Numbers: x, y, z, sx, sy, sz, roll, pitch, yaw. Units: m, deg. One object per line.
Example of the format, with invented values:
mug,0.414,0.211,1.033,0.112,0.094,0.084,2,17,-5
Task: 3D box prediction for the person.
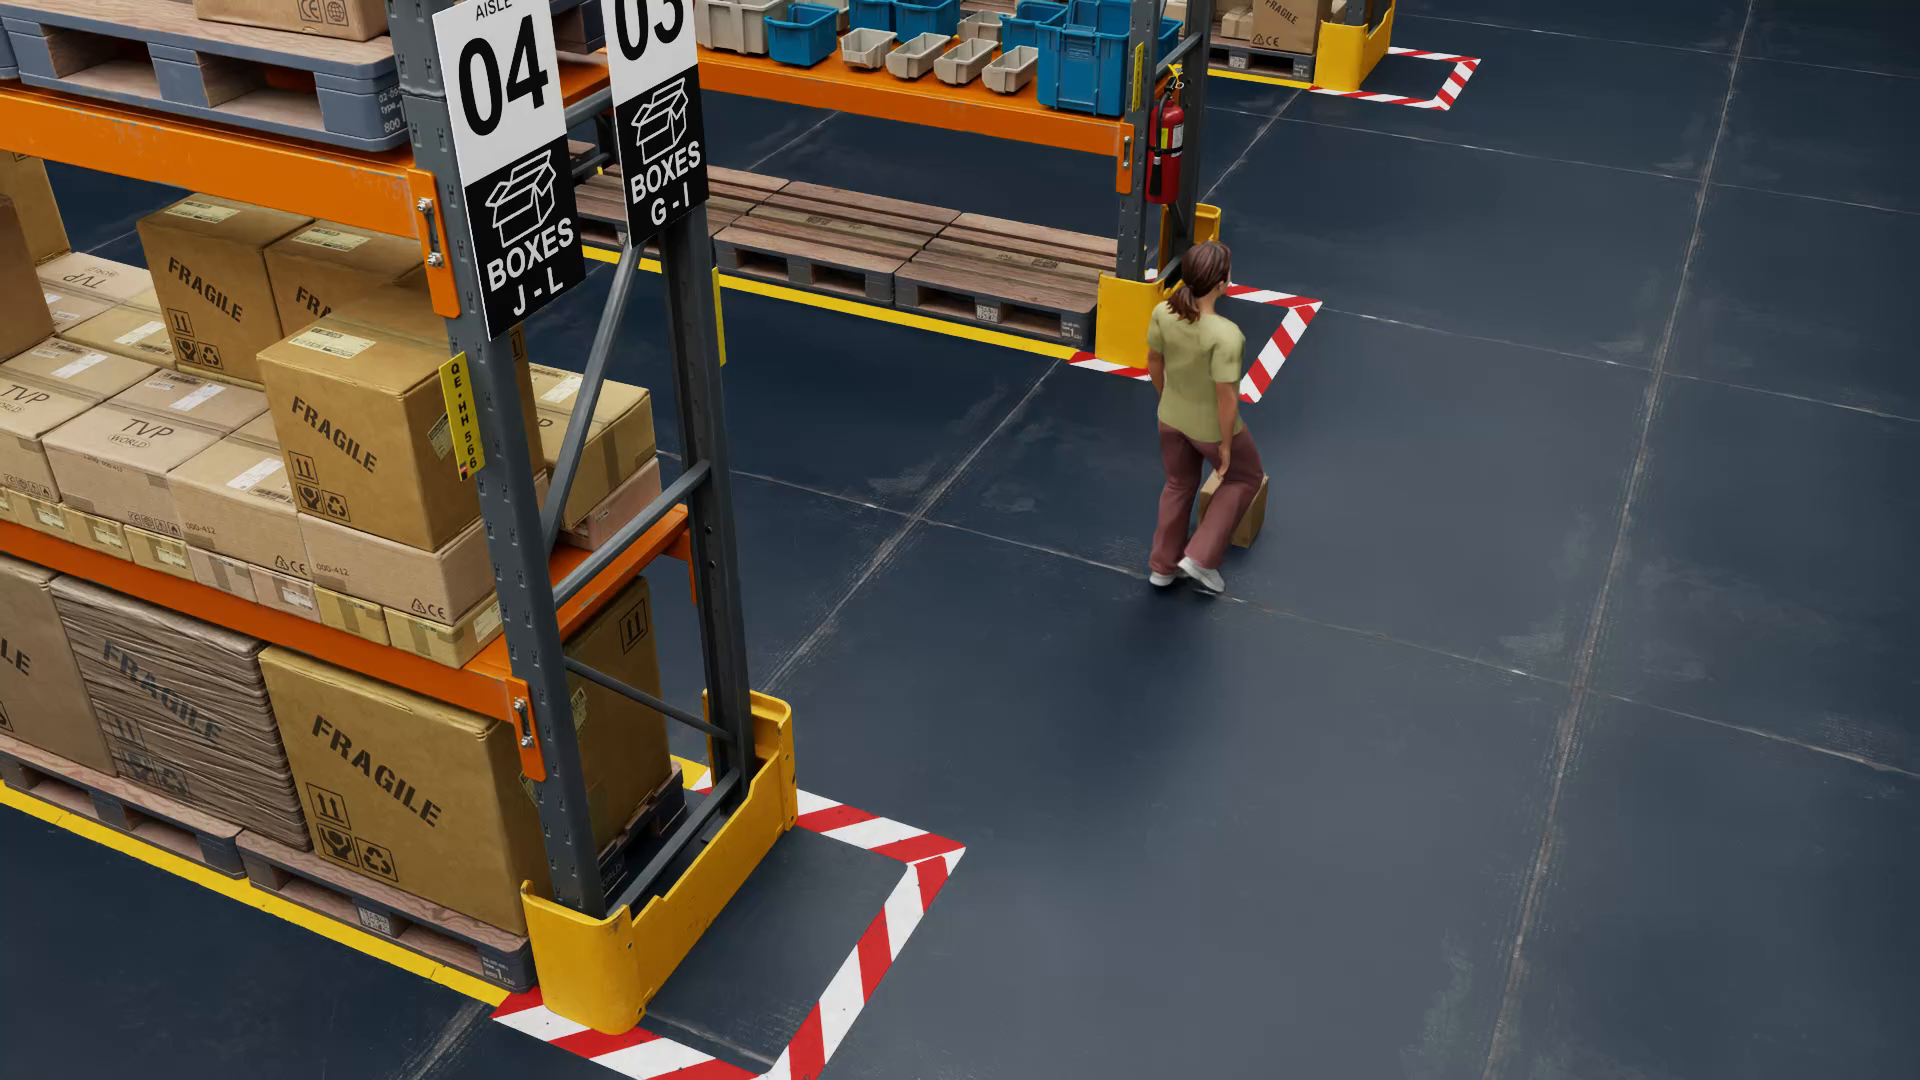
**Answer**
person,0.993,-0.472,6.845,0.485,1.694,0.523,28,43,35
